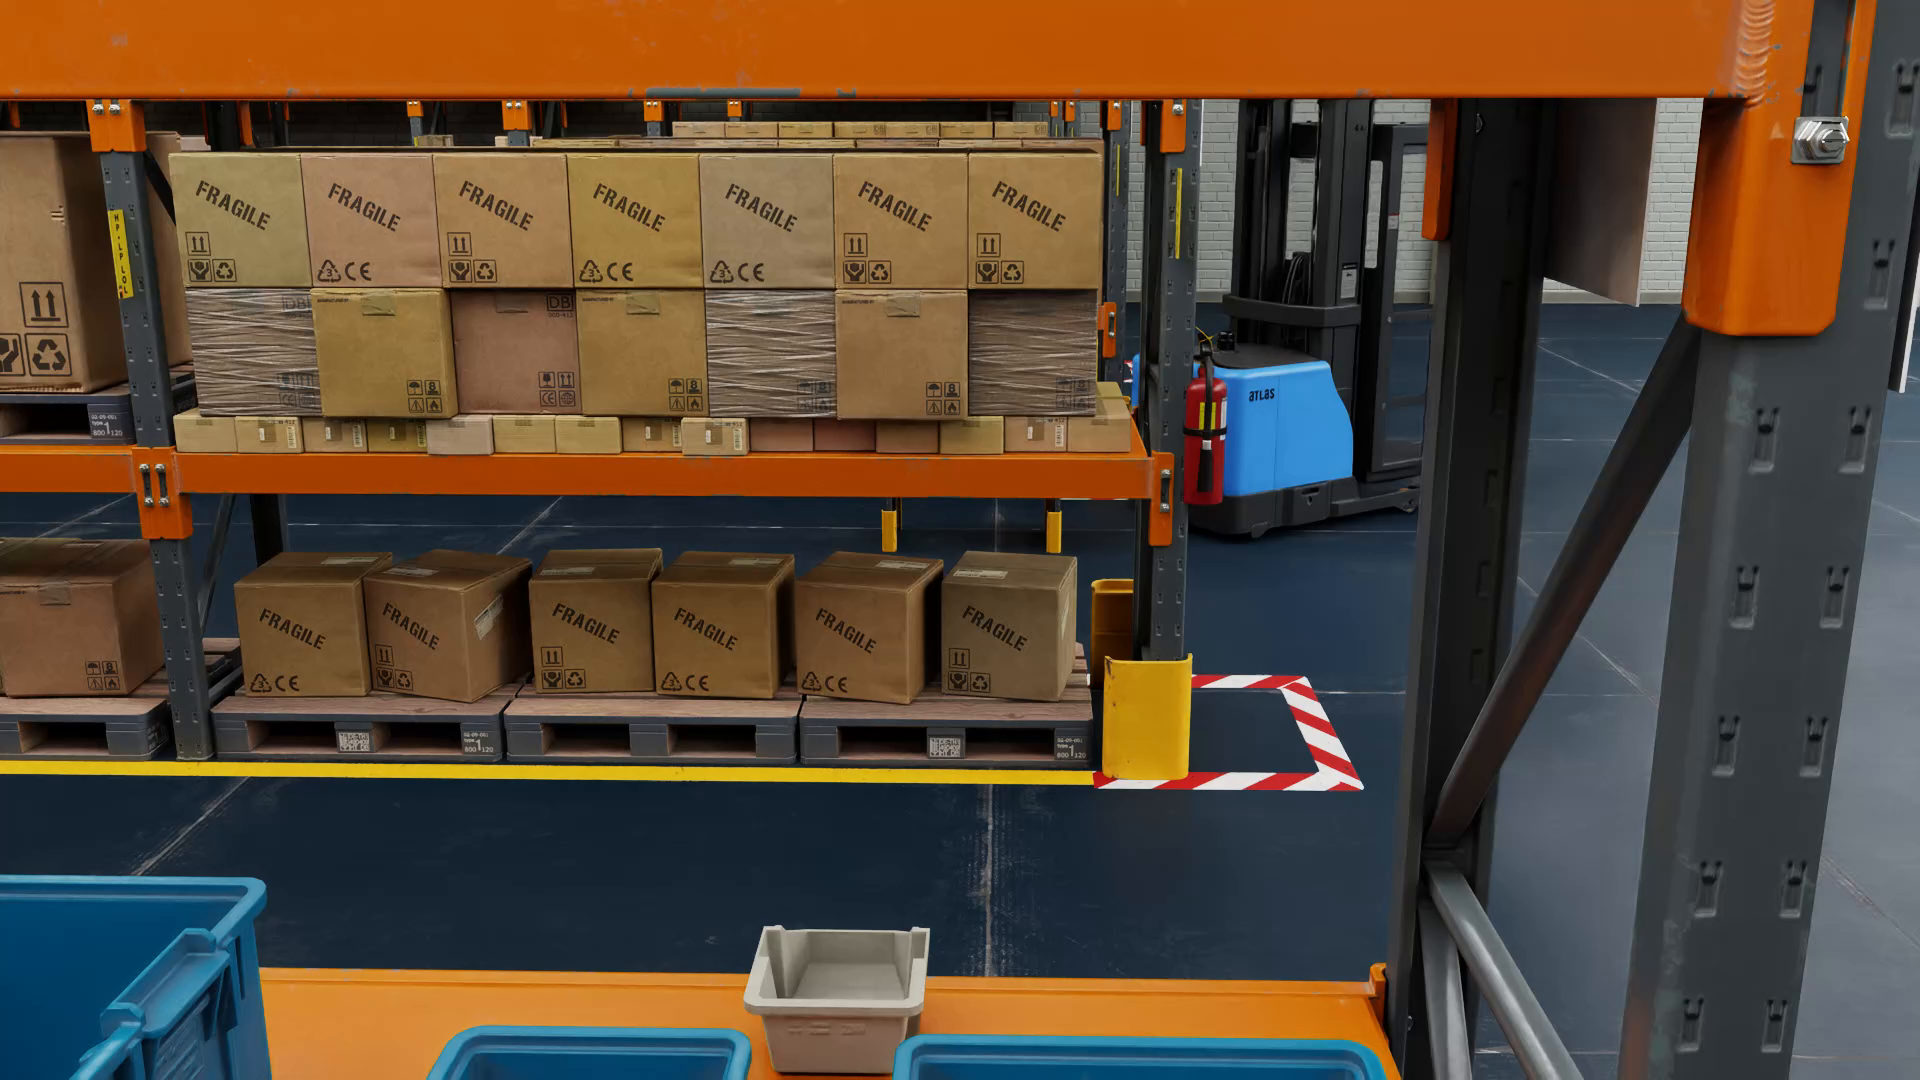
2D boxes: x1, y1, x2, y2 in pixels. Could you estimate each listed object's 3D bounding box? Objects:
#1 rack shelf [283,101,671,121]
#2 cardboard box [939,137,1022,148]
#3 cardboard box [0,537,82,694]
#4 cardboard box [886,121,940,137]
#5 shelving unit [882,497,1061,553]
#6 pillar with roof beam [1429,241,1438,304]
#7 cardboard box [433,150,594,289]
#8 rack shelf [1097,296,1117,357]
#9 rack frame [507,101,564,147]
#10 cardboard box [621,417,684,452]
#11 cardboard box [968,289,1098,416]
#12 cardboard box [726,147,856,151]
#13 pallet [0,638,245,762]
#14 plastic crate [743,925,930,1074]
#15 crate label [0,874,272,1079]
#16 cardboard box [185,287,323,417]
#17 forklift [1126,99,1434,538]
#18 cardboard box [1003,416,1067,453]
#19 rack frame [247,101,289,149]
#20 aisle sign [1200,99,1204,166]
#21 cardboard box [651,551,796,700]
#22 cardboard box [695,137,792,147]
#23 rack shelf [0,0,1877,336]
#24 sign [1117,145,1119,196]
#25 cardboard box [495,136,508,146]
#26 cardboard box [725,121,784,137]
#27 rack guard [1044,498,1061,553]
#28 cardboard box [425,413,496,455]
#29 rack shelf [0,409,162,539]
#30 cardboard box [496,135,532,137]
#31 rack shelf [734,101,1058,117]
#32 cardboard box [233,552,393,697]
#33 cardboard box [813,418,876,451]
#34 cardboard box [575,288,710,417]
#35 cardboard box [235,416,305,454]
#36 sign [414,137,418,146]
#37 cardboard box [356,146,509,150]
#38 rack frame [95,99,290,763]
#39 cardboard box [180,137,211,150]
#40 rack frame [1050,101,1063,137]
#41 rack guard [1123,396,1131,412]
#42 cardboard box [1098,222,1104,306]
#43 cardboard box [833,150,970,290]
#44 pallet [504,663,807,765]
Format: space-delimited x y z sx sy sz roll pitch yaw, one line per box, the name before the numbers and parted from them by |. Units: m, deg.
rack shelf | -4.904 -4.303 16.300 4.000 0.370 1.077 0 15 1
cardboard box | 0.146 -2.485 11.469 0.550 0.550 0.875 0 15 1
cardboard box | -4.248 0.318 7.291 0.500 0.500 0.700 0 15 1
cardboard box | -0.441 -3.767 15.999 0.500 0.500 0.700 0 15 1
shelving unit | 0.076 -0.725 10.147 1.083 1.500 0.587 0 15 1
pillar with roof beam | 6.432 -6.425 17.054 0.400 9.000 9.100 0 15 1
cardboard box | -1.715 -1.262 6.503 0.500 0.500 0.500 0 15 1
rack shelf | -0.931 -1.564 11.797 4.000 0.370 1.077 0 15 1
rack frame | -2.930 -1.924 11.754 0.127 3.000 1.000 0 15 1
cardboard box | -1.200 -0.464 6.712 0.250 0.149 0.380 0 15 1
cardboard box | 0.291 -0.837 6.853 0.500 0.500 0.875 0 15 1
cardboard box | -0.702 -1.391 6.992 0.500 0.500 0.500 0 15 1
pallet | -3.936 0.683 7.336 1.213 0.211 1.003 0 15 1
plastic crate | -0.172 0.669 2.443 0.250 0.136 0.298 0 15 1
crate label | -1.133 0.669 1.856 0.616 0.435 0.502 0 15 1
cardboard box | -2.710 -0.834 6.841 0.500 0.500 0.875 0 15 1
forklift | 2.603 -1.698 11.029 3.031 2.935 1.130 -10 18 -33
cardboard box | 0.301 -0.464 6.710 0.250 0.149 0.380 0 15 1
rack frame | -6.904 -3.213 16.640 0.127 3.000 1.000 0 15 1
aisle sign | 0.895 -1.814 6.240 0.004 0.787 0.394 0 15 1
cardboard box | -1.007 0.359 7.176 0.500 0.500 0.500 2 15 7
cardboard box | -1.473 -2.495 11.507 0.550 0.550 0.875 0 15 1
rack shelf | -1.285 -0.487 1.835 4.000 0.370 1.077 0 15 1
sign | 1.041 -2.434 10.953 0.005 0.325 0.100 0 15 1
cardboard box | -4.336 -3.839 16.136 0.250 0.149 0.380 0 15 -1
cardboard box | -1.961 -3.796 16.109 0.500 0.500 0.700 0 15 2
rack guard | 0.574 -0.117 10.294 0.087 0.250 0.587 0 15 1
cardboard box | -1.952 -0.450 6.657 0.250 0.149 0.380 0 15 1
rack shelf | -5.157 -0.325 7.103 4.000 0.370 1.077 0 15 1
cardboard box | -4.455 -3.970 16.635 0.250 0.149 0.380 1 15 5
rack shelf | -0.783 -5.543 20.999 4.000 0.370 1.077 0 15 1
cardboard box | -2.759 0.358 7.179 0.500 0.500 0.500 0 15 0
cardboard box | -0.449 -0.470 6.734 0.250 0.149 0.380 0 15 1
cardboard box | -1.210 -0.830 6.827 0.500 0.500 0.875 0 15 1
cardboard box | -2.701 -0.456 6.680 0.250 0.149 0.380 0 15 1
sign | -6.785 -4.862 20.776 0.005 0.325 0.100 0 15 1
cardboard box | -2.201 -1.400 7.028 0.500 0.500 0.500 0 15 1
rack frame | -3.158 -0.660 6.962 0.127 3.000 1.000 0 15 1
cardboard box | -7.427 -3.682 16.260 0.500 0.500 0.500 0 15 0
rack frame | 1.217 -4.427 21.241 0.127 3.000 1.000 0 15 1
rack guard | 1.092 -0.690 11.974 0.348 0.500 1.175 0 15 1
cardboard box | 0.696 -1.962 11.602 0.550 0.550 0.875 0 15 1
cardboard box | -0.216 -1.252 6.467 0.500 0.500 0.500 0 15 1
pallet | -1.263 0.691 7.308 1.213 0.211 1.003 0 15 1
